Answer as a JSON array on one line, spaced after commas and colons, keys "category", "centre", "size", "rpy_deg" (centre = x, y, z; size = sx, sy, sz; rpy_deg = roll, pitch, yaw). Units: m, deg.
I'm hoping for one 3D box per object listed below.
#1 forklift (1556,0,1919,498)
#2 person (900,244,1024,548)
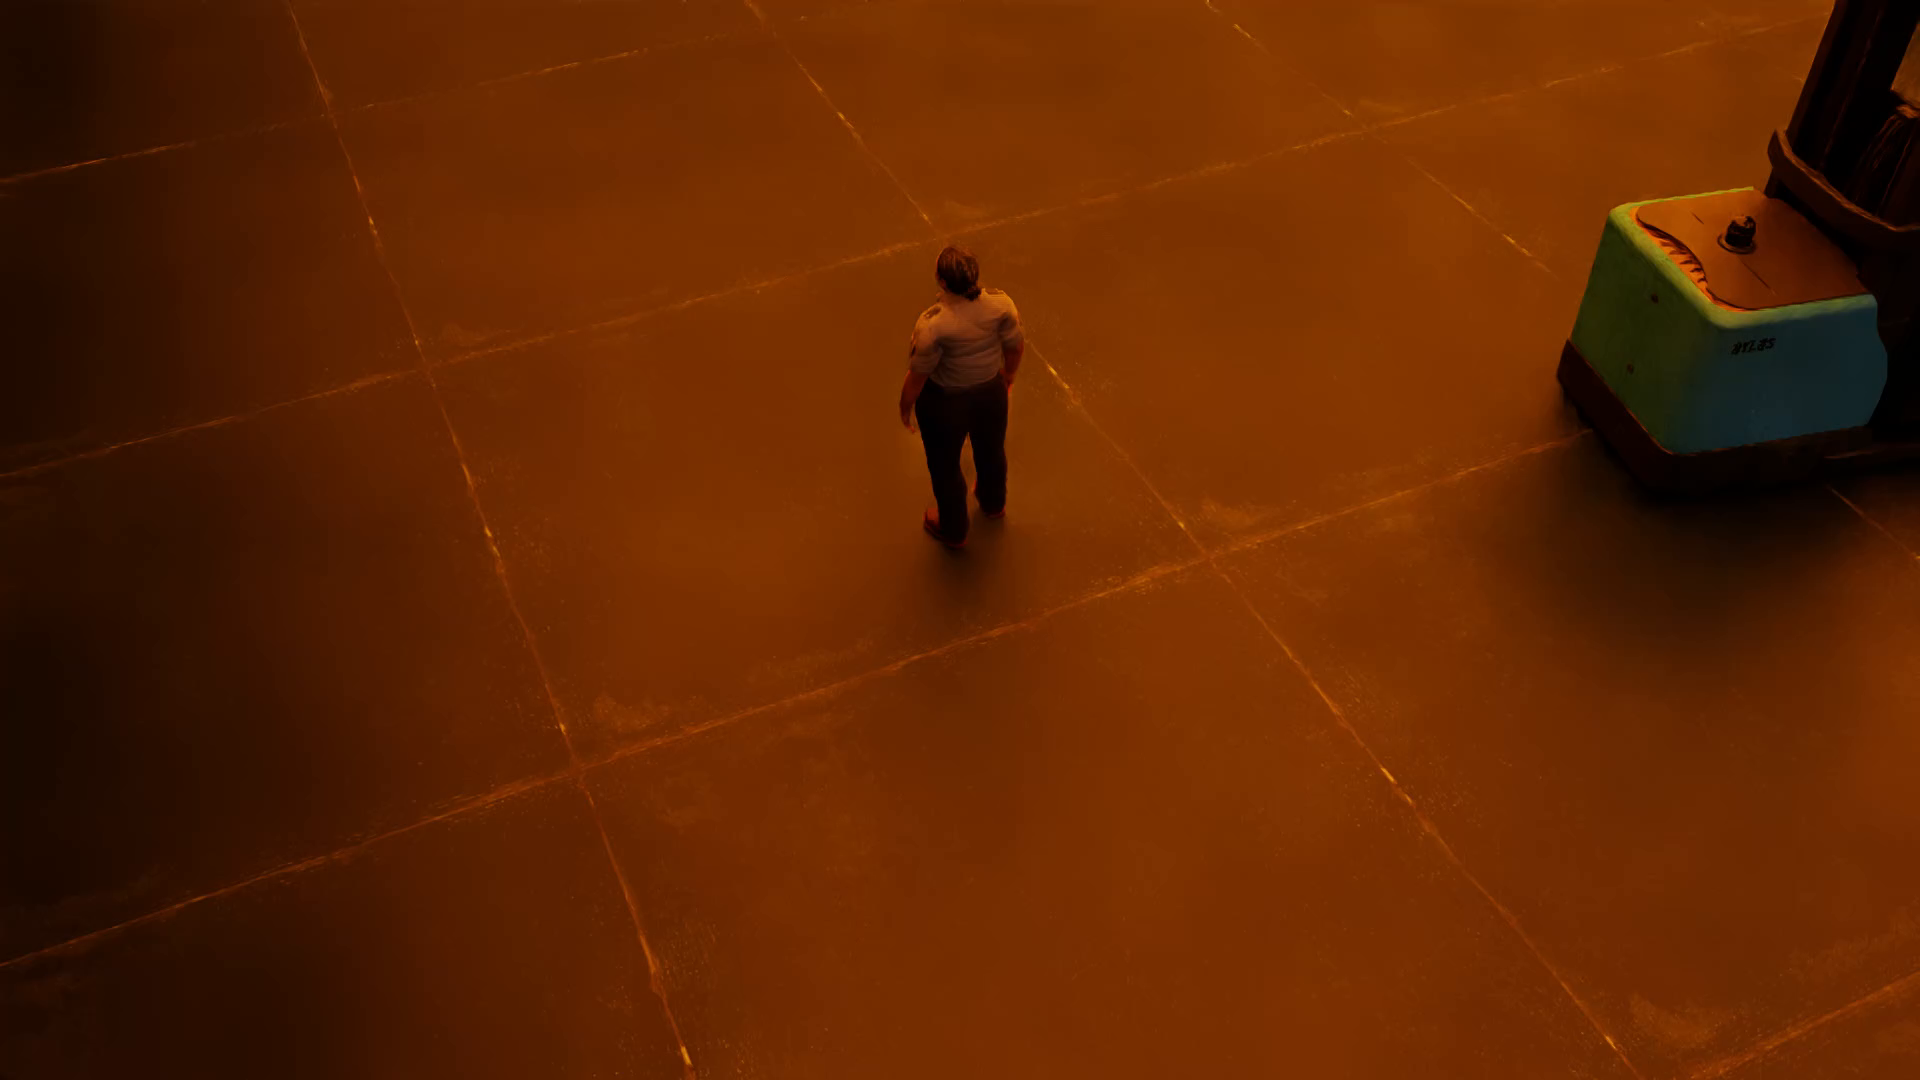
[{"category": "forklift", "centre": [4.671, -1.806, 7.616], "size": [3.031, 2.935, 1.130], "rpy_deg": [-9, 44, -10]}, {"category": "person", "centre": [-0.017, -0.666, 7.332], "size": [0.599, 1.640, 0.501], "rpy_deg": [-18, 46, -18]}]
